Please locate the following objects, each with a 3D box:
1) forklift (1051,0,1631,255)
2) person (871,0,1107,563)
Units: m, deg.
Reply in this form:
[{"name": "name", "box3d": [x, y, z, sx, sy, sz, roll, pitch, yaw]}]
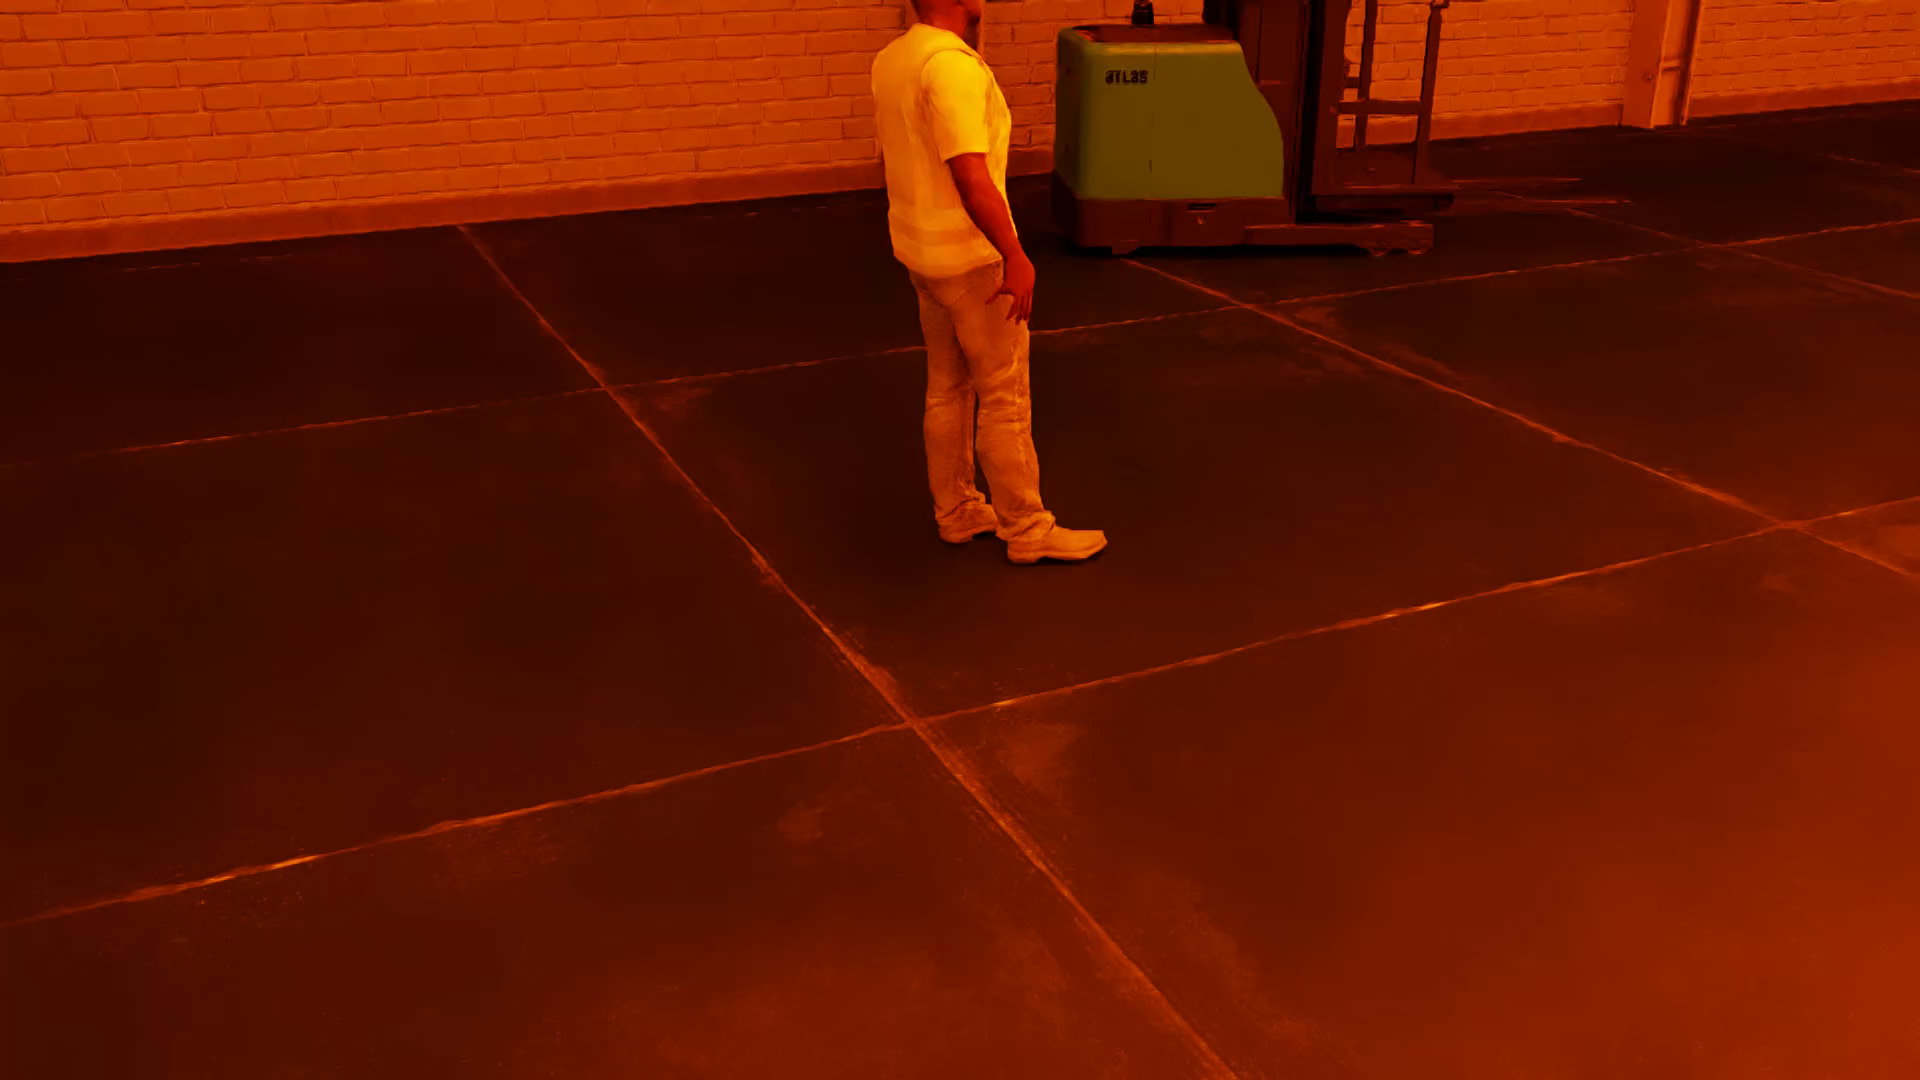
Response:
[{"name": "forklift", "box3d": [2.059, -3.041, 8.607, 3.031, 2.935, 1.130, -2, 23, -5]}, {"name": "person", "box3d": [0.065, -0.832, 4.788, 0.576, 1.766, 0.665, -10, 25, -23]}]
